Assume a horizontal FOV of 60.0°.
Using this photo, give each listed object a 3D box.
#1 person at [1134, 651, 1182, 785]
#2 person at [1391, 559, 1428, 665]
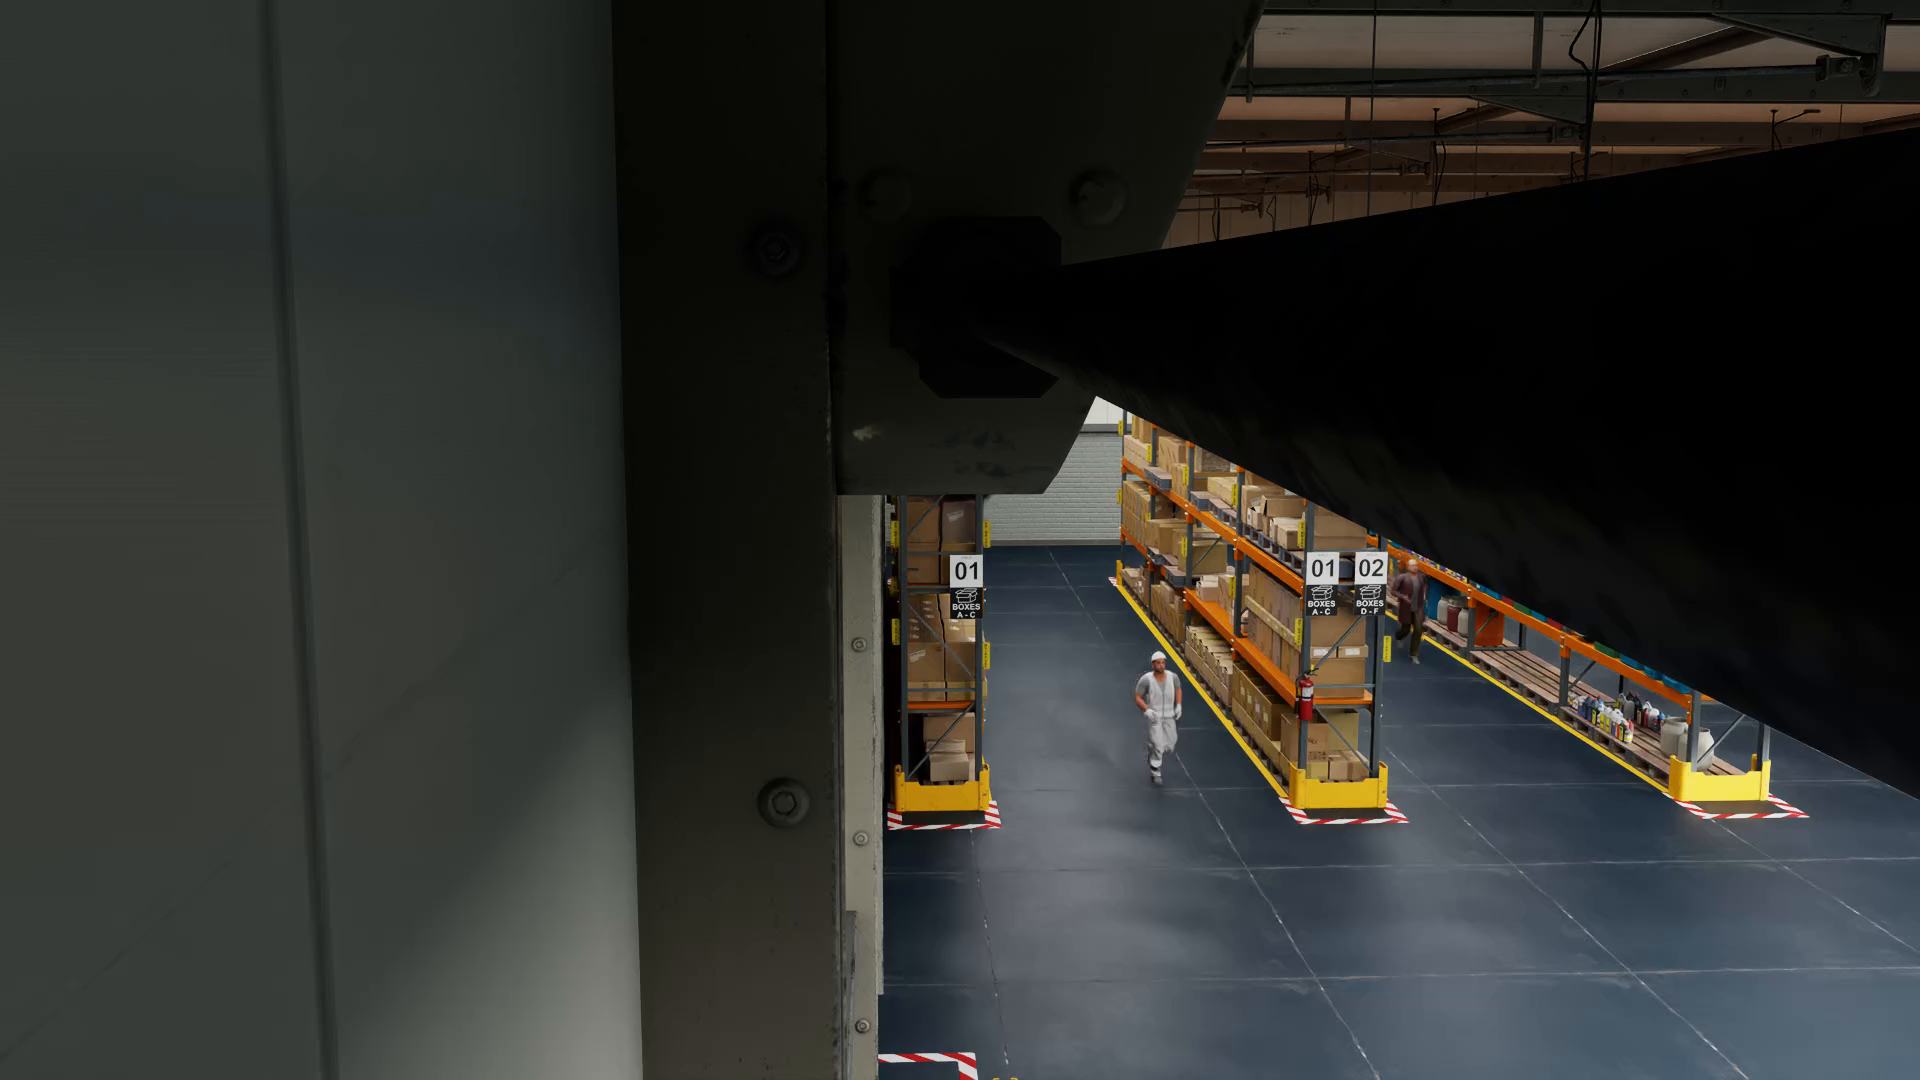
[{"bbox_3d":[2.584,2.296,21.643,0.670,1.752,0.677,-2,9,-14],"label":"person"},{"bbox_3d":[7.841,1.218,28.964,0.717,1.804,0.968,-1,8,-4],"label":"person"}]
